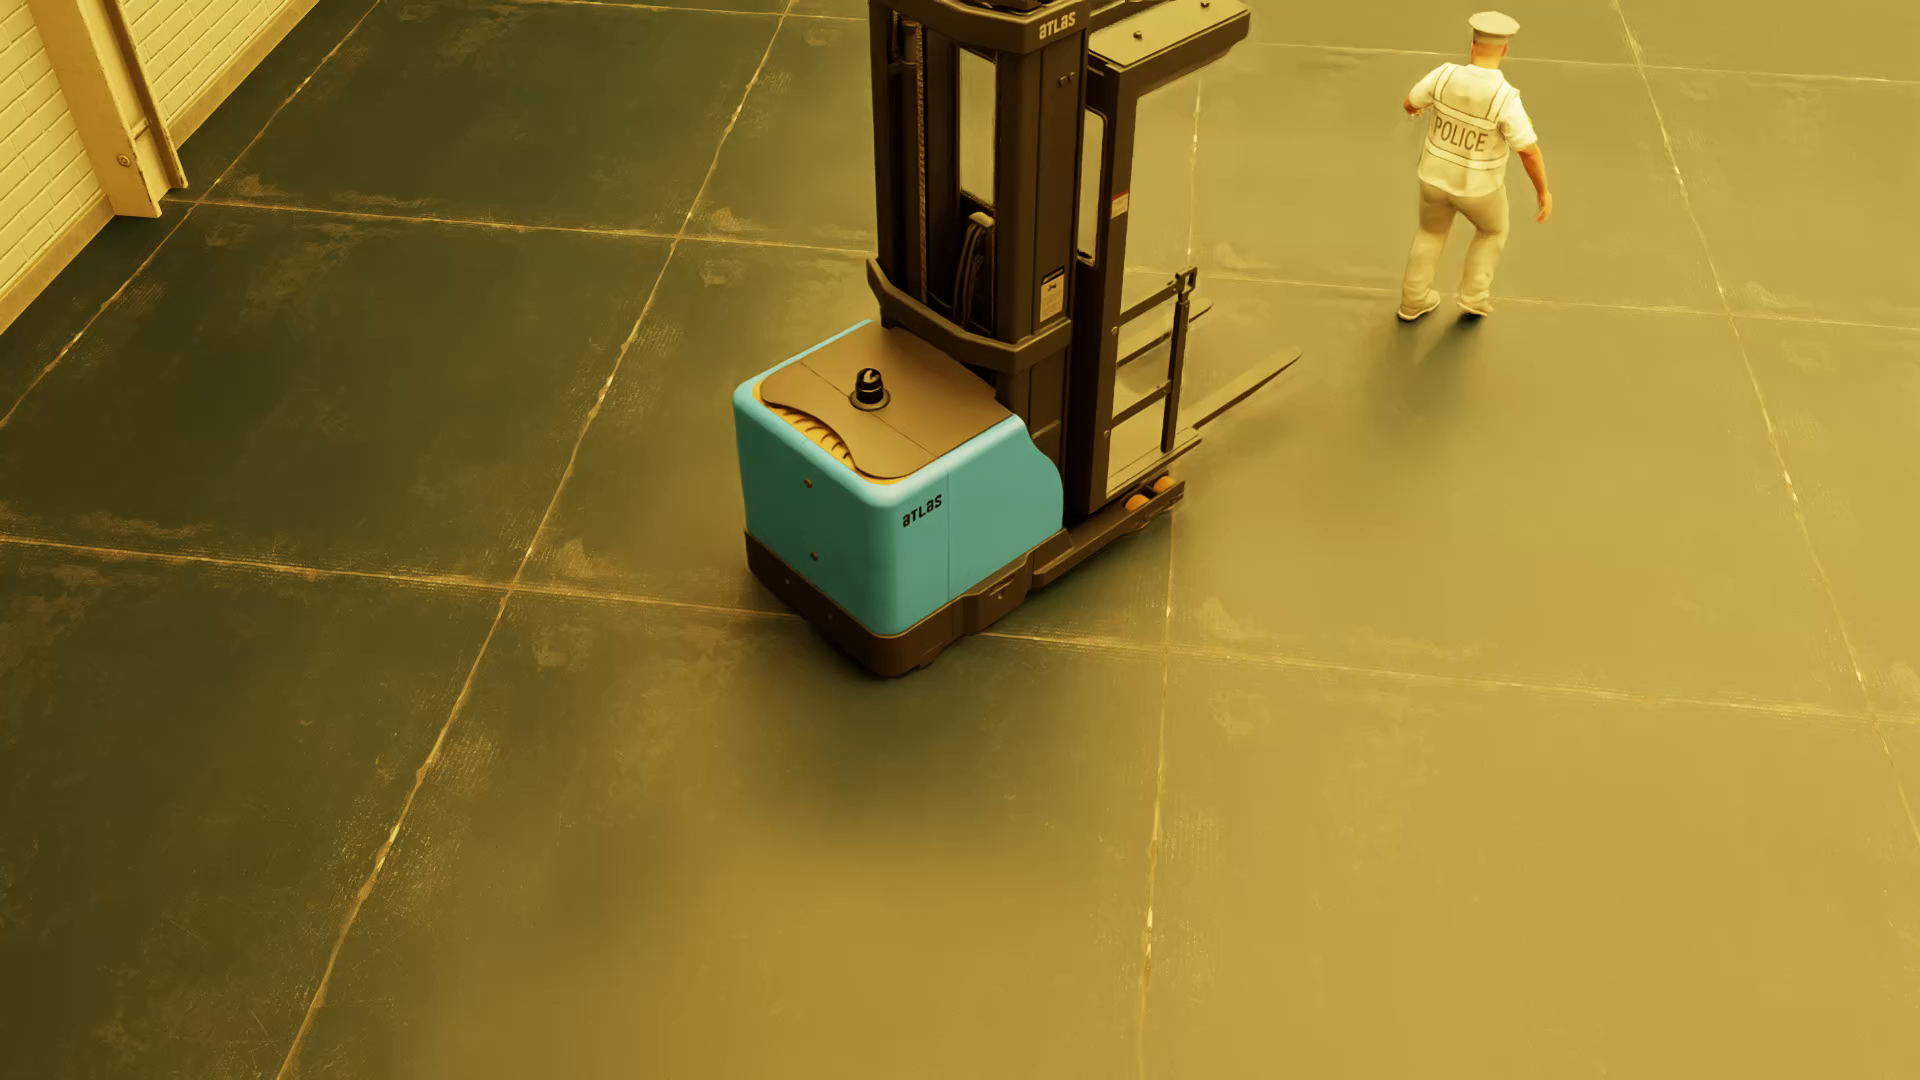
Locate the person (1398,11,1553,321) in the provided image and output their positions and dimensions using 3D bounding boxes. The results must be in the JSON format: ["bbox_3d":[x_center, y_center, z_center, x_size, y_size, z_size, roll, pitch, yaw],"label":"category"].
[{"bbox_3d":[2.666,-1.904,8.740,0.962,1.785,0.535,32,51,30],"label":"person"}]

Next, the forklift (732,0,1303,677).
[{"bbox_3d":[0.444,-1.365,7.210,3.031,2.935,1.130,-32,51,-30],"label":"forklift"}]
